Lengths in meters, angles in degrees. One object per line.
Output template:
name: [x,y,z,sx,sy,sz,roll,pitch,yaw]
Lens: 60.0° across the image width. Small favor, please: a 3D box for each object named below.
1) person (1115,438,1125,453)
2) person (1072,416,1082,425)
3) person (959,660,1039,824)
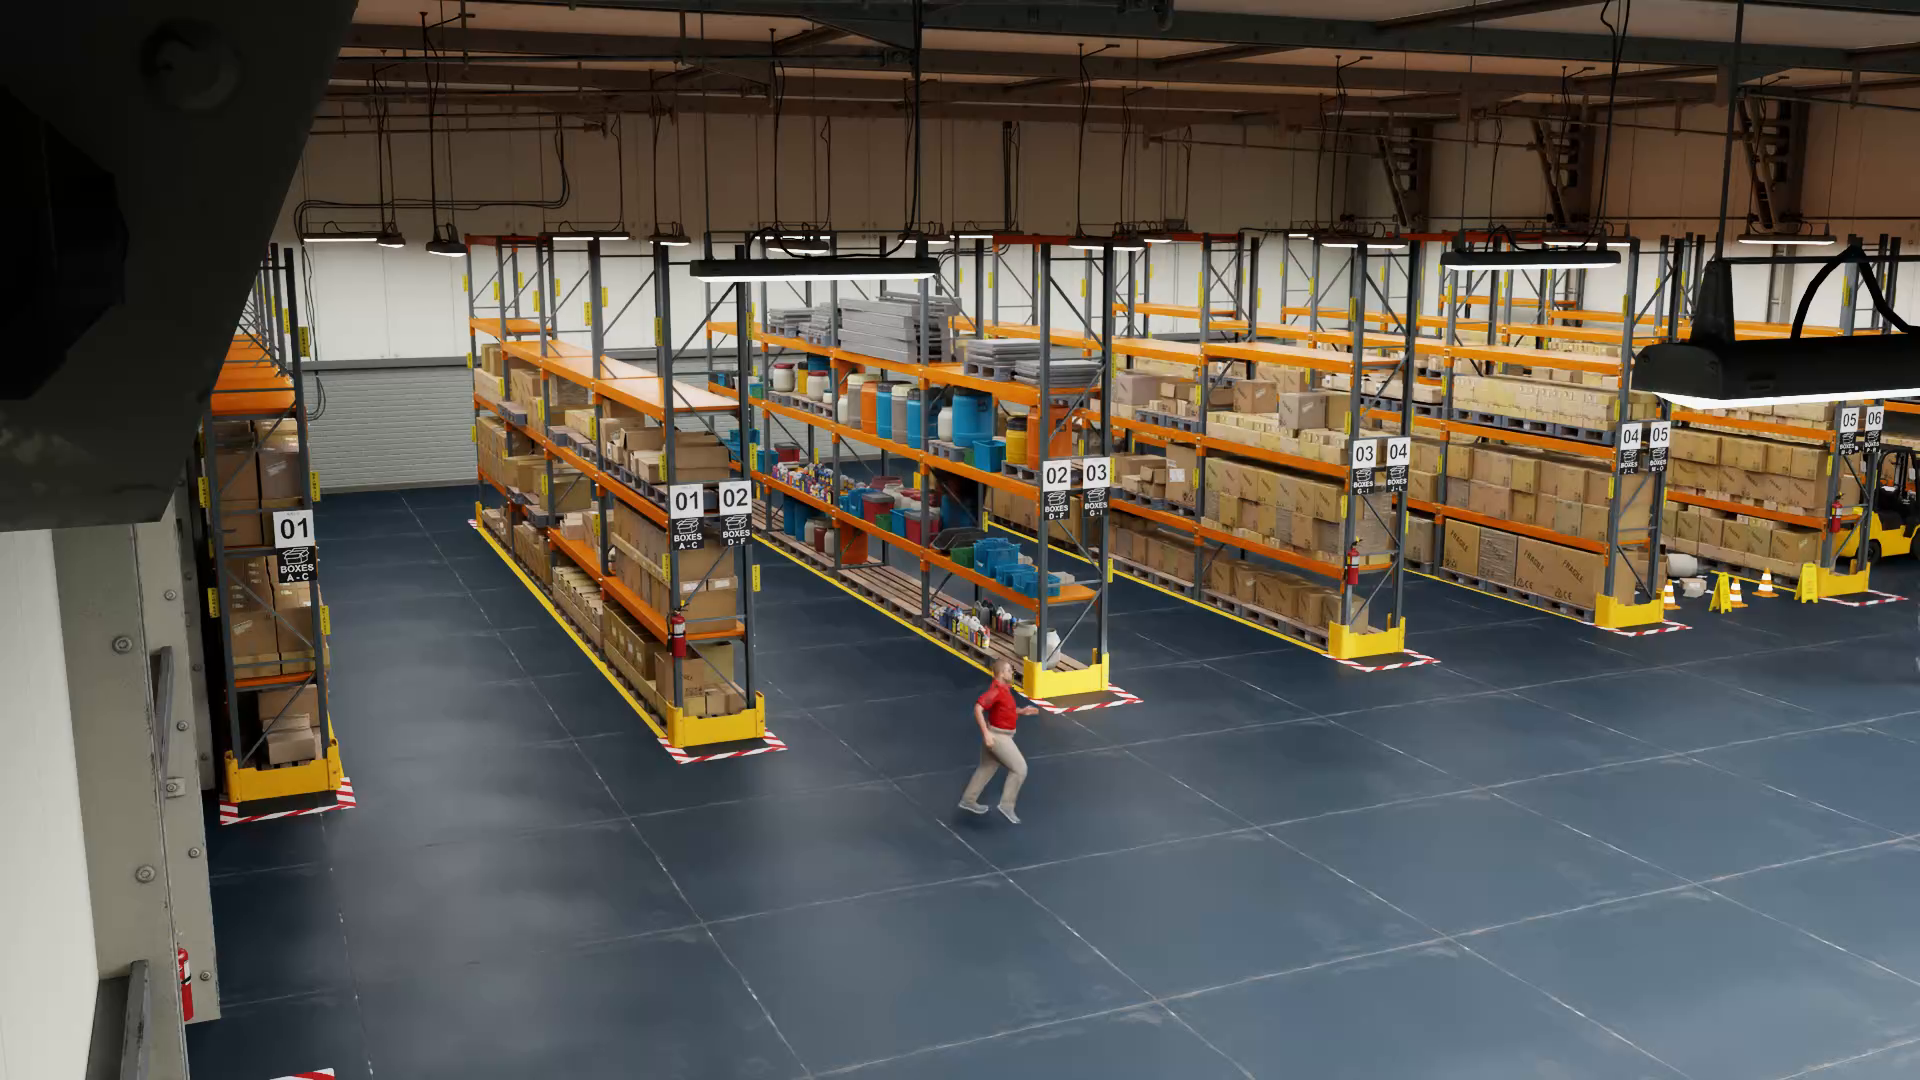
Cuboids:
person: [4.178,-2.534,41.806,0.599,1.653,0.673,2,11,12]
person: [2.837,-2.336,40.664,0.753,1.758,0.739,8,14,37]
person: [0.415,2.147,17.611,0.854,1.793,0.628,-1,11,-3]
